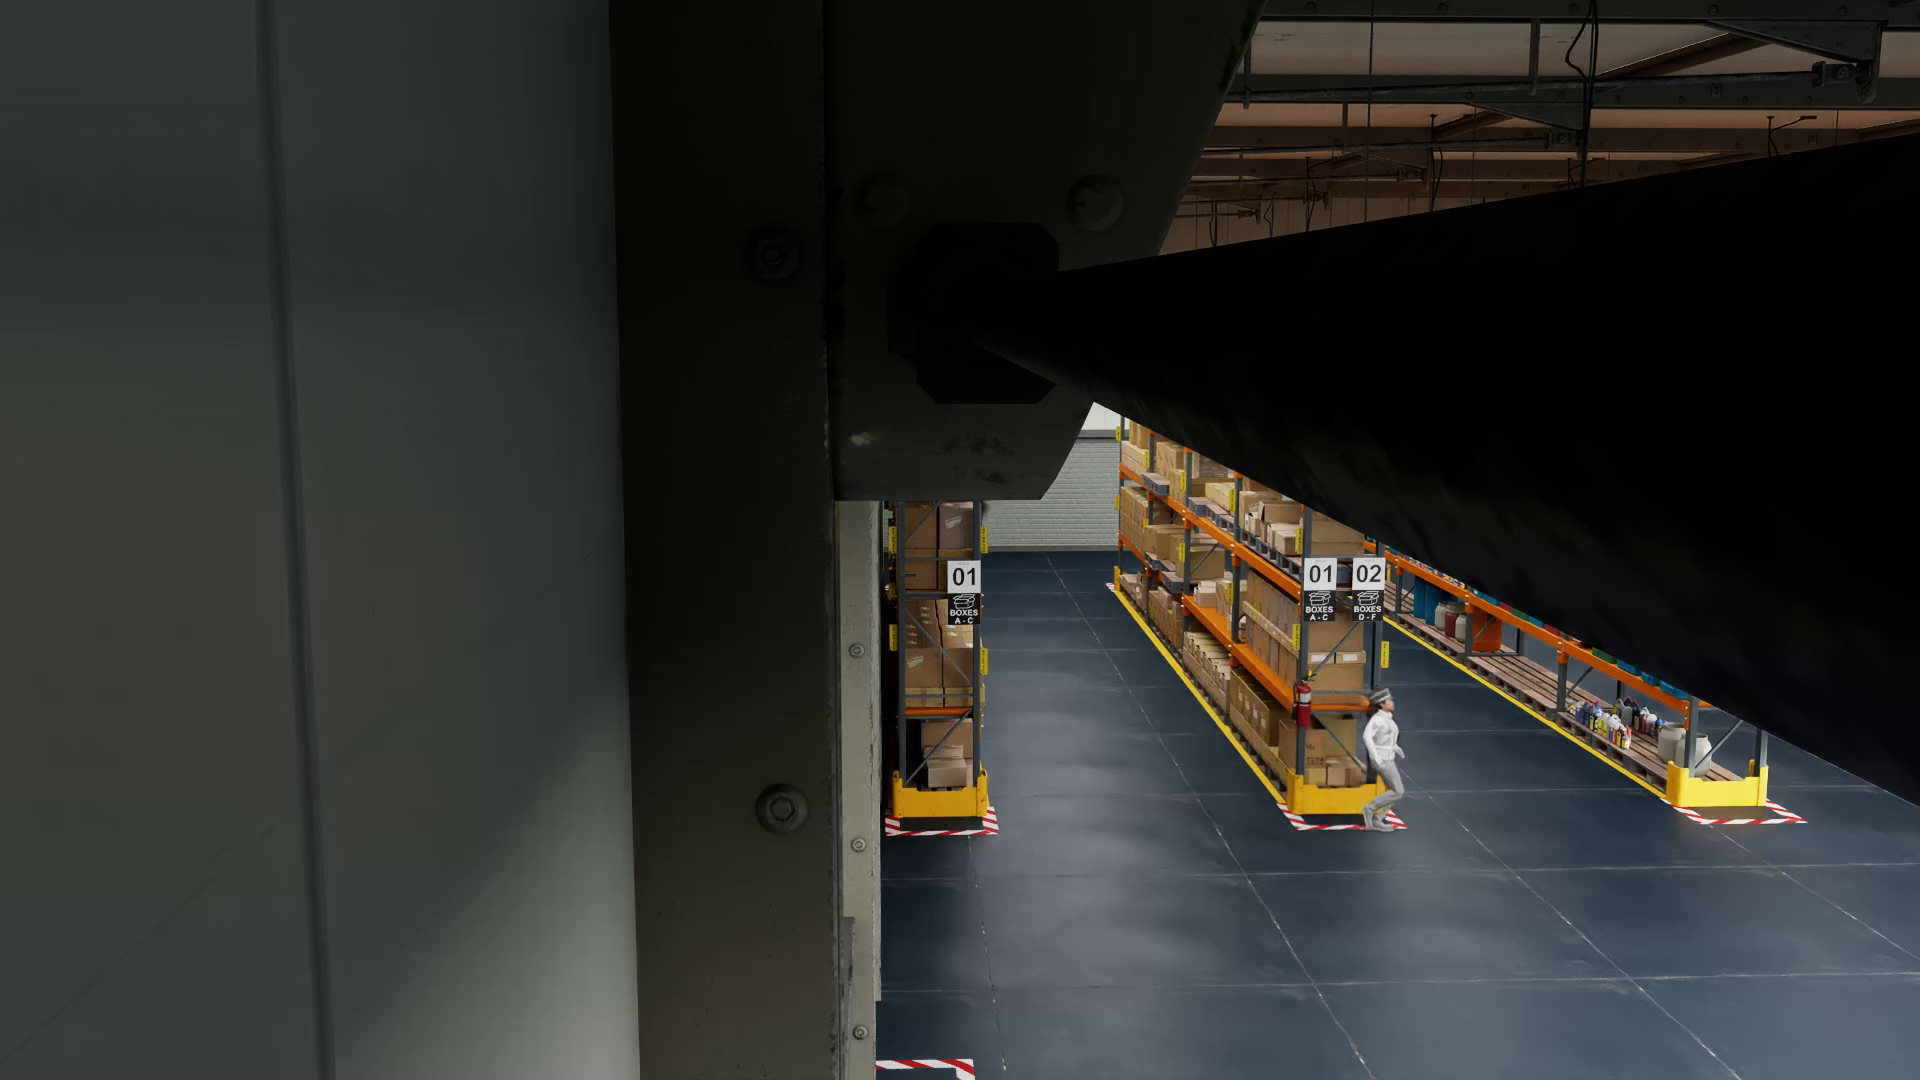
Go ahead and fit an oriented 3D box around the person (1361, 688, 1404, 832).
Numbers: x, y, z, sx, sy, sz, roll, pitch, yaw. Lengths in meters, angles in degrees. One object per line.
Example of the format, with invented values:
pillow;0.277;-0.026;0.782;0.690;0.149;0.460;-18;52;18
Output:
person;4.872;2.504;19.047;0.470;1.620;0.657;3;9;19
